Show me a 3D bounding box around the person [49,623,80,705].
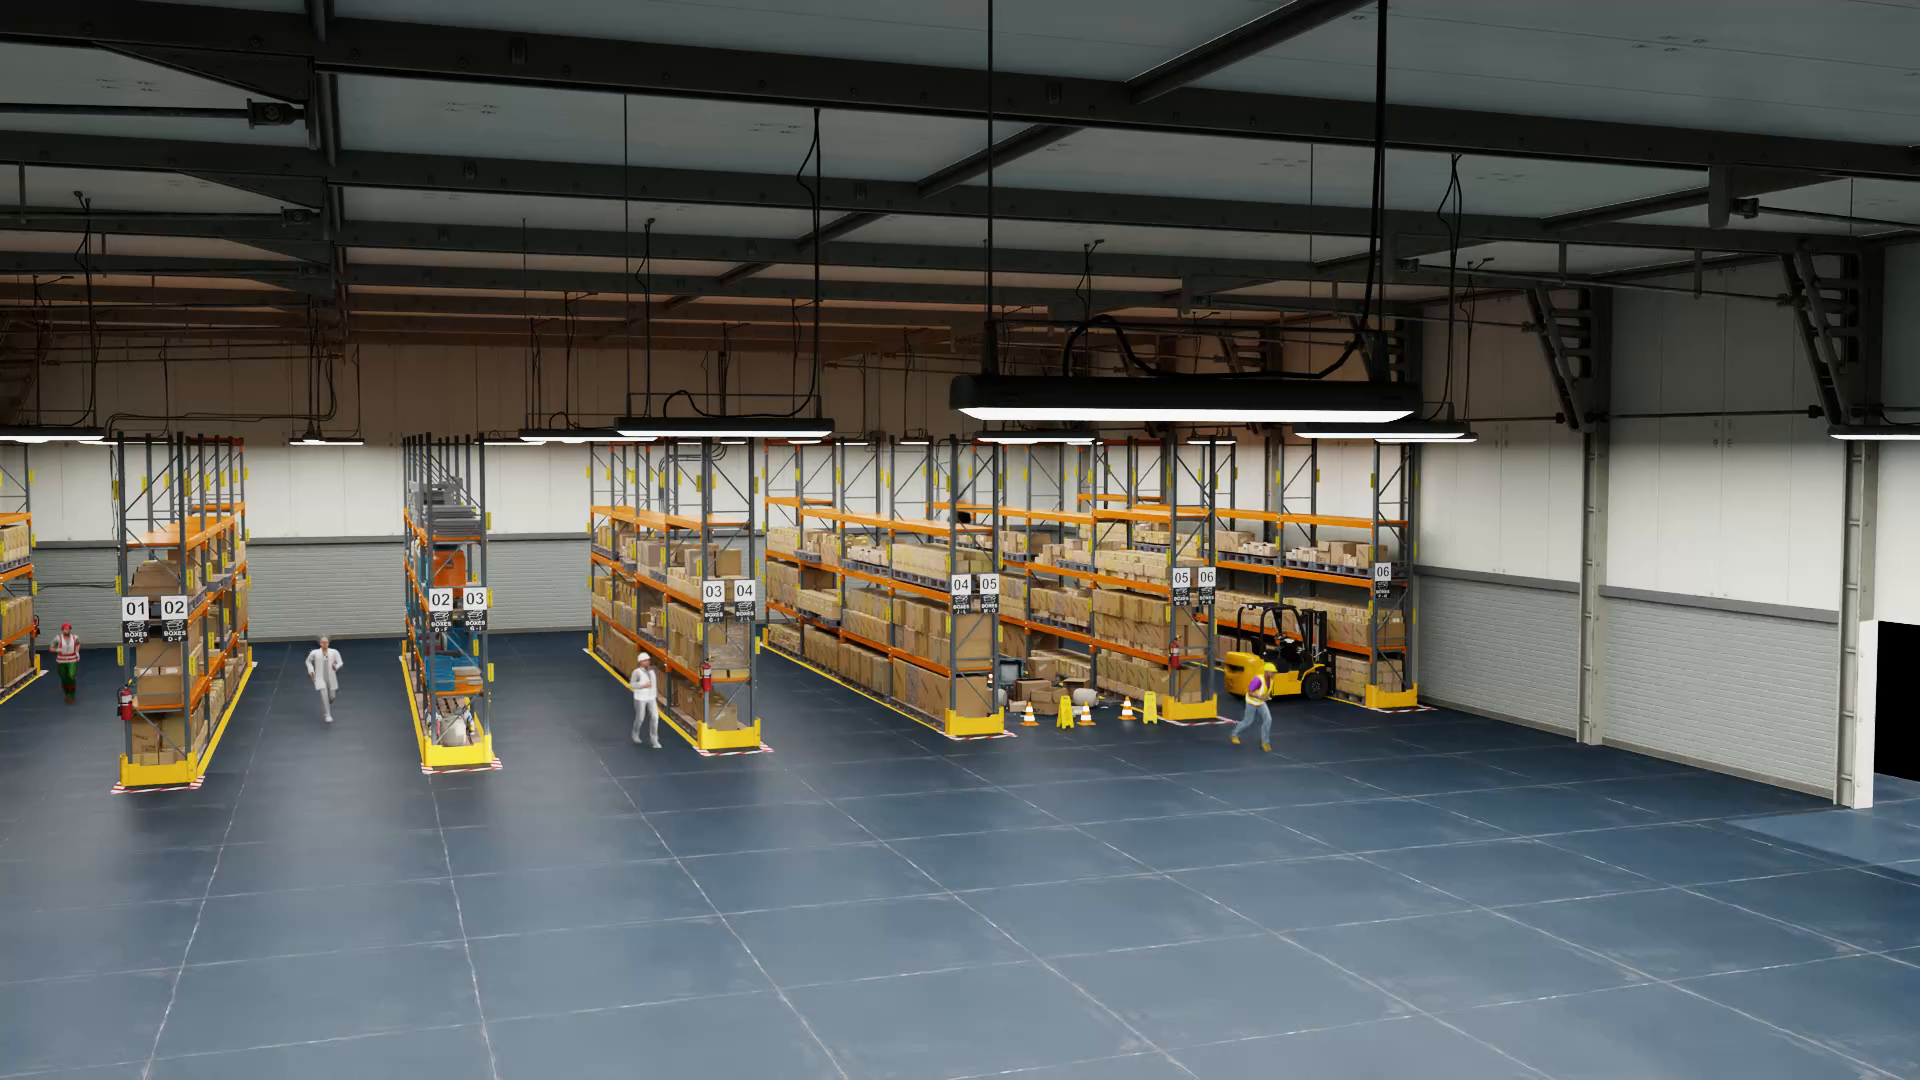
[{"bbox_3d":[-20.022,2.776,37.220,0.616,1.851,0.792,-2,4,-30],"label":"person"}]

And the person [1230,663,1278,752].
[{"bbox_3d":[5.585,3.160,31.576,1.043,1.719,0.745,3,4,45],"label":"person"}]

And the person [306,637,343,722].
[{"bbox_3d":[-13.319,2.906,34.868,0.711,1.750,0.884,-2,4,-30],"label":"person"}]

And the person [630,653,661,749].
[{"bbox_3d":[-6.056,3.064,31.843,0.644,1.824,0.805,-2,4,-38],"label":"person"}]
